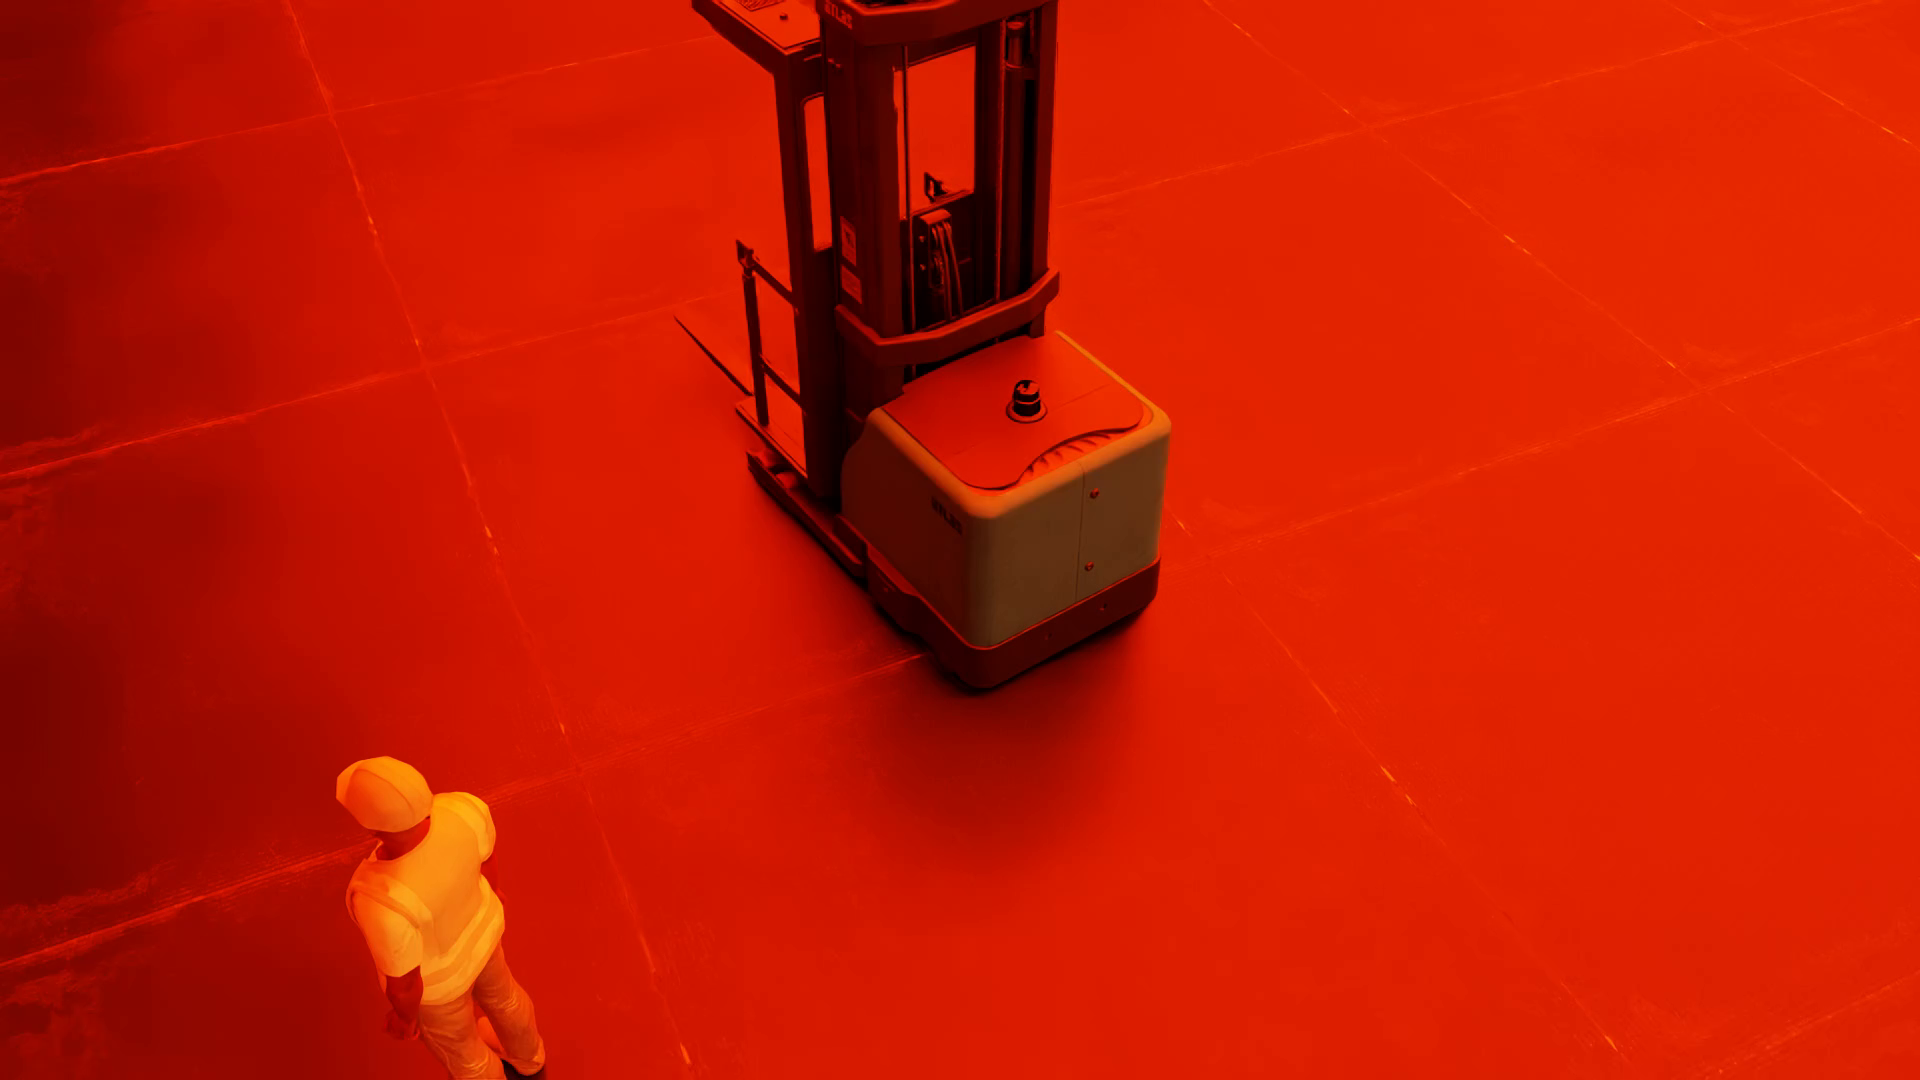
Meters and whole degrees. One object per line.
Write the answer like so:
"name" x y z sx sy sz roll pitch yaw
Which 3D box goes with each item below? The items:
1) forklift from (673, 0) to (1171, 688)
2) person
"forklift" -0.376 -1.412 7.193 1.130 2.935 3.031 -26 49 -25
"person" -1.617 1.271 5.171 0.370 1.771 0.564 14 45 15
